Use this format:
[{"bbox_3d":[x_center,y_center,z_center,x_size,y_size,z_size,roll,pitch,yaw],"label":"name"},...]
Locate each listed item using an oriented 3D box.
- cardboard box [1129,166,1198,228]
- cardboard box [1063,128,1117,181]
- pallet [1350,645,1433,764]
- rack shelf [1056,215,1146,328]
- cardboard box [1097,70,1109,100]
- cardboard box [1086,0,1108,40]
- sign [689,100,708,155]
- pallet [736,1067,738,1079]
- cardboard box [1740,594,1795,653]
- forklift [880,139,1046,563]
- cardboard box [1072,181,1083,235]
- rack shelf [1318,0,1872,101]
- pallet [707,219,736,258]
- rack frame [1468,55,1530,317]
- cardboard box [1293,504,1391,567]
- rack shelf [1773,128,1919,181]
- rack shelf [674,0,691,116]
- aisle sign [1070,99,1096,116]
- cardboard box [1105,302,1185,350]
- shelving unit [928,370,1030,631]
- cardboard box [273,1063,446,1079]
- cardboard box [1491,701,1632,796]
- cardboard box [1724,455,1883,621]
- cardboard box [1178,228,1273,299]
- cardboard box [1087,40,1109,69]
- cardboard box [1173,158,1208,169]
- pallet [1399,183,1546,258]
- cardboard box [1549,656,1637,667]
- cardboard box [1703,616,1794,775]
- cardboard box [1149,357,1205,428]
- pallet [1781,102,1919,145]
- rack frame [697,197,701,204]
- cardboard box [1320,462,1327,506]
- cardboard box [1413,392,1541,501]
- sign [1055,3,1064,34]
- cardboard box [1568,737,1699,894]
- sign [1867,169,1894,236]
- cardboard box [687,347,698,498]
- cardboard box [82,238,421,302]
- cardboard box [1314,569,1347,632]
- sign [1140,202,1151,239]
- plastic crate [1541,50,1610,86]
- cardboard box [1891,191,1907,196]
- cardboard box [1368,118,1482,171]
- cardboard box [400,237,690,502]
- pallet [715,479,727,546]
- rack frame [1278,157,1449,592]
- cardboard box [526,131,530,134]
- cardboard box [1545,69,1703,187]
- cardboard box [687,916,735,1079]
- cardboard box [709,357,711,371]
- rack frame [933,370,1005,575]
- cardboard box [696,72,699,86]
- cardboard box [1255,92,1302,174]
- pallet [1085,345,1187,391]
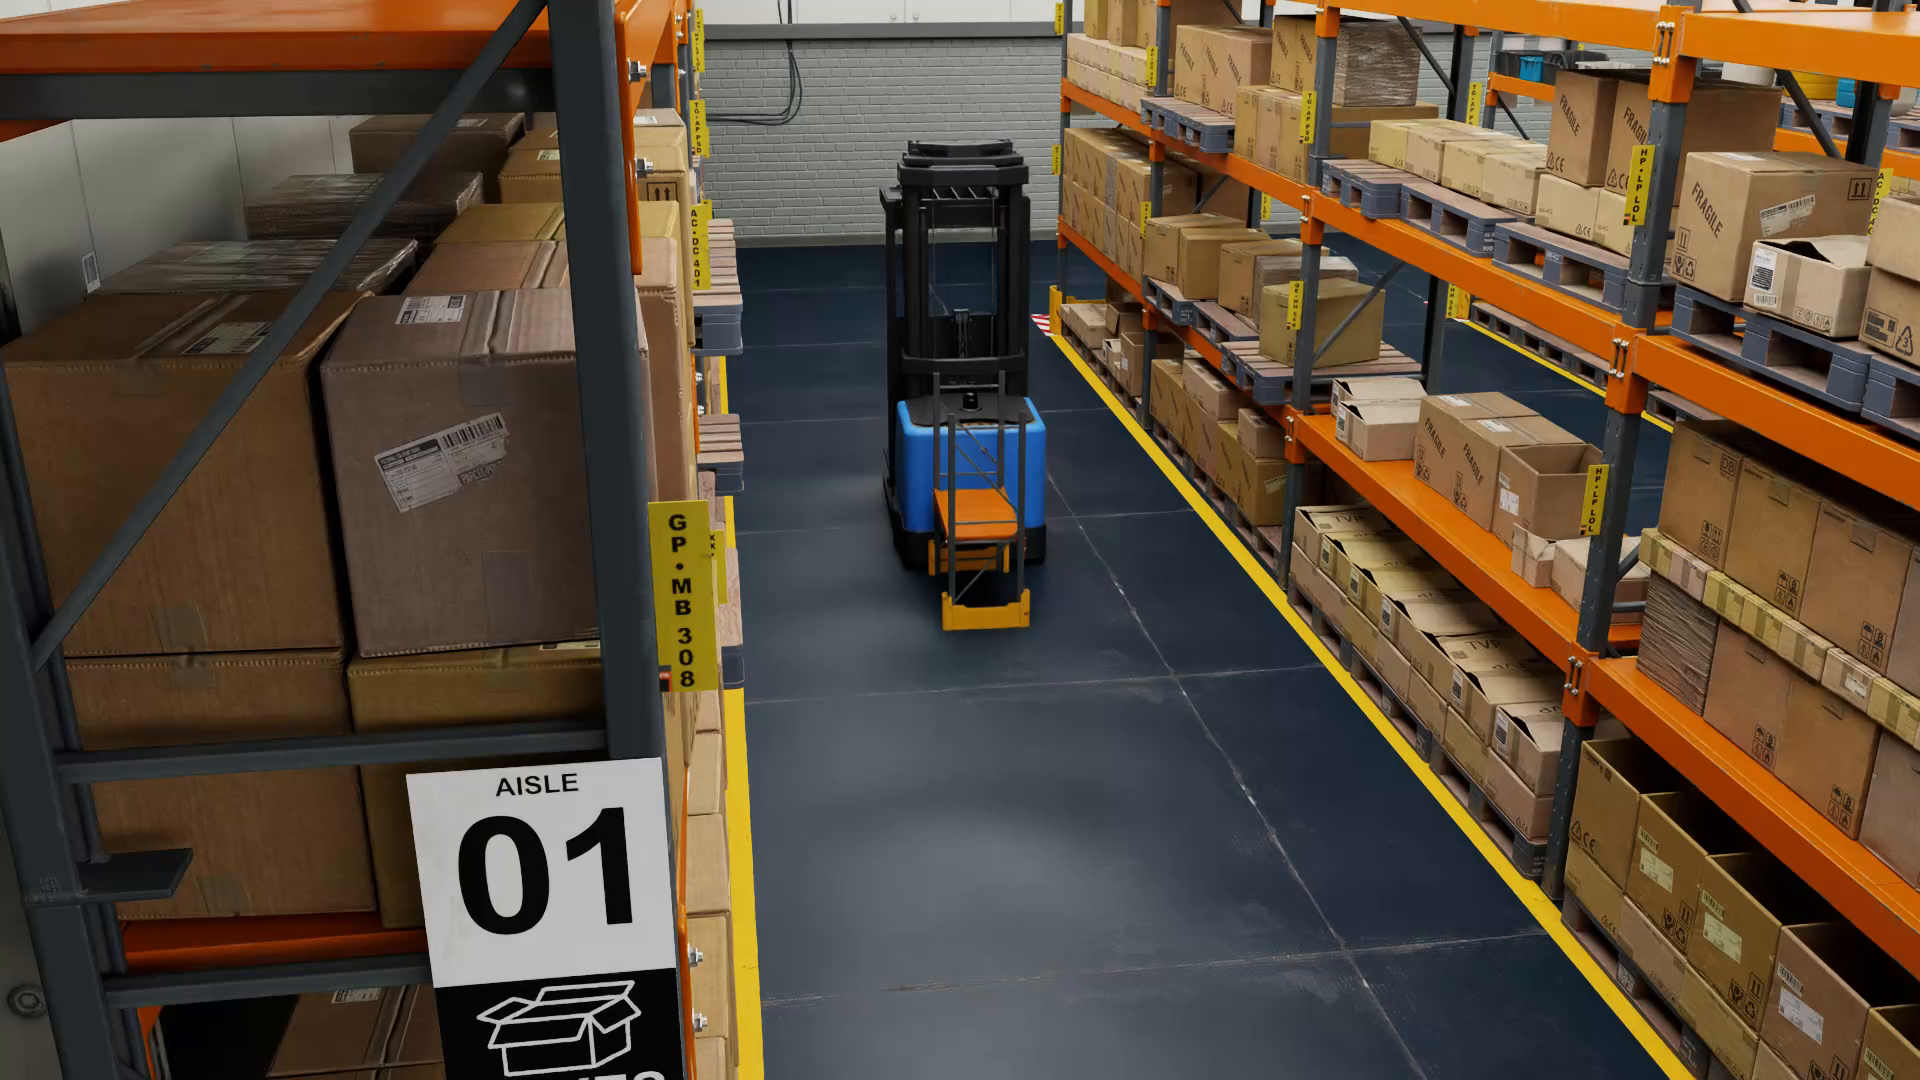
[{"bbox_3d":[1.863,-3.148,15.286,0.500,0.500,0.500,-3,21,-7],"label":"cardboard box"},{"bbox_3d":[1.419,-4.204,18.114,0.500,0.500,0.500,-2,21,-6],"label":"cardboard box"},{"bbox_3d":[3.021,0.929,9.928,1.003,0.211,1.213,-3,21,-8],"label":"pallet"},{"bbox_3d":[1.904,-2.827,17.025,1.077,0.370,4.000,-3,21,-8],"label":"rack shelf"},{"bbox_3d":[1.649,-4.481,16.353,0.500,0.250,0.500,-3,21,-8],"label":"cardboard box"},{"bbox_3d":[1.694,-5.422,17.087,0.700,0.500,0.500,-3,21,-8],"label":"cardboard box"},{"bbox_3d":[-1.595,-2.509,10.121,0.100,0.325,0.005,-3,21,-8],"label":"sign"},{"bbox_3d":[-1.424,2.087,6.827,1.003,0.211,1.213,-3,21,-8],"label":"pallet"},{"bbox_3d":[3.307,0.318,6.508,0.380,0.149,0.250,-3,21,-8],"label":"cardboard box"},{"bbox_3d":[-0.044,-1.680,13.025,1.130,2.935,3.031,-2,21,-6],"label":"forklift"},{"bbox_3d":[1.498,-3.558,17.811,0.500,0.500,0.500,-3,21,-8],"label":"cardboard box"},{"bbox_3d":[3.057,-2.680,8.629,1.077,0.370,4.000,-3,21,-8],"label":"rack shelf"},{"bbox_3d":[-1.692,-1.345,8.012,1.213,0.211,1.003,-3,21,-8],"label":"pallet"},{"bbox_3d":[6.518,-4.105,19.419,1.000,3.000,0.127,-3,21,-8],"label":"rack frame"},{"bbox_3d":[2.554,-0.061,11.121,0.500,0.311,0.500,-2,21,-6],"label":"cardboard box"},{"bbox_3d":[7.383,-3.095,13.458,1.077,0.370,4.000,-3,21,-8],"label":"rack shelf"},{"bbox_3d":[-1.844,-2.429,7.957,1.077,0.370,4.000,-3,21,-8],"label":"rack shelf"},{"bbox_3d":[1.315,-5.083,18.322,0.394,0.787,0.004,-3,21,-8],"label":"aisle sign"},{"bbox_3d":[1.916,-2.158,17.146,0.797,0.503,0.637,-3,21,-8],"label":"cardboard box"},{"bbox_3d":[0.118,-0.292,11.353,0.587,1.500,1.083,-2,21,-6],"label":"shelving unit"},{"bbox_3d":[-1.258,1.492,3.548,0.500,0.500,0.500,-3,21,-8],"label":"cardboard box"},{"bbox_3d":[3.003,1.002,8.275,0.500,0.311,0.500,-3,21,-8],"label":"cardboard box"},{"bbox_3d":[3.490,-0.028,6.506,0.700,0.500,0.500,-3,21,-8],"label":"cardboard box"},{"bbox_3d":[2.201,-2.304,13.856,0.700,0.500,0.500,0,20,1],"label":"cardboard box"},{"bbox_3d":[1.576,-4.888,16.729,0.500,0.250,0.500,-3,21,-8],"label":"cardboard box"},{"bbox_3d":[2.328,-3.342,15.806,0.500,0.500,0.500,-4,21,-9],"label":"cardboard box"},{"bbox_3d":[3.119,-1.785,9.192,1.003,0.211,1.213,-2,21,-5],"label":"pallet"},{"bbox_3d":[3.465,0.798,8.820,0.500,0.311,0.500,-3,21,-8],"label":"cardboard box"},{"bbox_3d":[3.498,0.588,6.713,0.700,0.500,0.500,-3,21,-8],"label":"cardboard box"},{"bbox_3d":[2.021,-1.326,14.924,0.500,0.500,0.500,-4,21,-10],"label":"cardboard box"},{"bbox_3d":[7.470,-3.377,13.454,1.003,0.211,1.213,-3,21,-8],"label":"pallet"},{"bbox_3d":[-2.709,-2.220,14.373,1.000,3.000,0.127,-3,21,-8],"label":"rack frame"},{"bbox_3d":[2.905,-0.474,12.643,0.500,0.500,0.500,-4,21,-10],"label":"cardboard box"},{"bbox_3d":[3.027,-0.553,9.766,0.500,0.500,0.500,-4,21,-11],"label":"cardboard box"},{"bbox_3d":[1.079,-5.643,18.002,0.100,0.325,0.005,-3,21,-8],"label":"sign"},{"bbox_3d":[3.102,1.215,7.433,0.500,0.500,0.500,-3,21,-8],"label":"cardboard box"},{"bbox_3d":[3.894,-1.414,7.076,0.100,0.325,0.005,-3,21,-8],"label":"sign"},{"bbox_3d":[-1.061,-0.383,4.997,0.500,0.500,0.500,-4,21,-10],"label":"cardboard box"},{"bbox_3d":[-1.390,-0.319,3.396,0.500,0.500,0.500,-2,21,-4],"label":"cardboard box"},{"bbox_3d":[2.627,0.375,10.754,0.500,0.250,0.500,-3,21,-9],"label":"cardboard box"},{"bbox_3d":[1.656,-2.847,14.813,0.100,0.325,0.005,-3,21,-8],"label":"sign"},{"bbox_3d":[6.466,-4.938,17.451,0.504,0.338,0.767,-3,21,-8],"label":"plastic crate"},{"bbox_3d":[11.182,-4.008,19.520,0.380,0.149,0.250,-3,21,-9],"label":"cardboard box"},{"bbox_3d":[2.890,-2.464,10.352,0.500,0.250,0.500,-4,21,-12],"label":"cardboard box"},{"bbox_3d":[-0.817,-0.317,3.390,0.500,0.500,0.500,-3,21,-8],"label":"cardboard box"},{"bbox_3d":[-2.344,-0.227,13.022,1.003,0.211,1.213,-3,21,-8],"label":"pallet"},{"bbox_3d":[2.769,-1.086,11.337,1.000,3.000,0.127,-3,21,-8],"label":"rack frame"},{"bbox_3d":[-2.256,-2.036,9.420,0.500,0.500,0.500,-3,21,-8],"label":"cardboard box"},{"bbox_3d":[3.191,-1.996,8.028,0.500,0.500,0.500,-1,21,-3],"label":"cardboard box"},{"bbox_3d":[-0.812,1.292,4.083,0.500,0.500,0.500,-3,21,-8],"label":"cardboard box"},{"bbox_3d":[-2.487,-1.191,14.090,0.750,0.750,0.750,-3,21,-7],"label":"cardboard box"},{"bbox_3d":[0.064,-0.465,11.818,0.500,1.500,0.032,-2,21,-6],"label":"rack frame"},{"bbox_3d":[-2.607,-4.228,14.934,0.500,0.250,0.500,-3,21,-9],"label":"cardboard box"},{"bbox_3d":[2.599,-2.864,11.667,0.910,0.500,0.500,-3,21,-8],"label":"cardboard box"},{"bbox_3d":[1.915,-1.826,17.303,1.003,0.211,1.213,-3,21,-8],"label":"pallet"}]
